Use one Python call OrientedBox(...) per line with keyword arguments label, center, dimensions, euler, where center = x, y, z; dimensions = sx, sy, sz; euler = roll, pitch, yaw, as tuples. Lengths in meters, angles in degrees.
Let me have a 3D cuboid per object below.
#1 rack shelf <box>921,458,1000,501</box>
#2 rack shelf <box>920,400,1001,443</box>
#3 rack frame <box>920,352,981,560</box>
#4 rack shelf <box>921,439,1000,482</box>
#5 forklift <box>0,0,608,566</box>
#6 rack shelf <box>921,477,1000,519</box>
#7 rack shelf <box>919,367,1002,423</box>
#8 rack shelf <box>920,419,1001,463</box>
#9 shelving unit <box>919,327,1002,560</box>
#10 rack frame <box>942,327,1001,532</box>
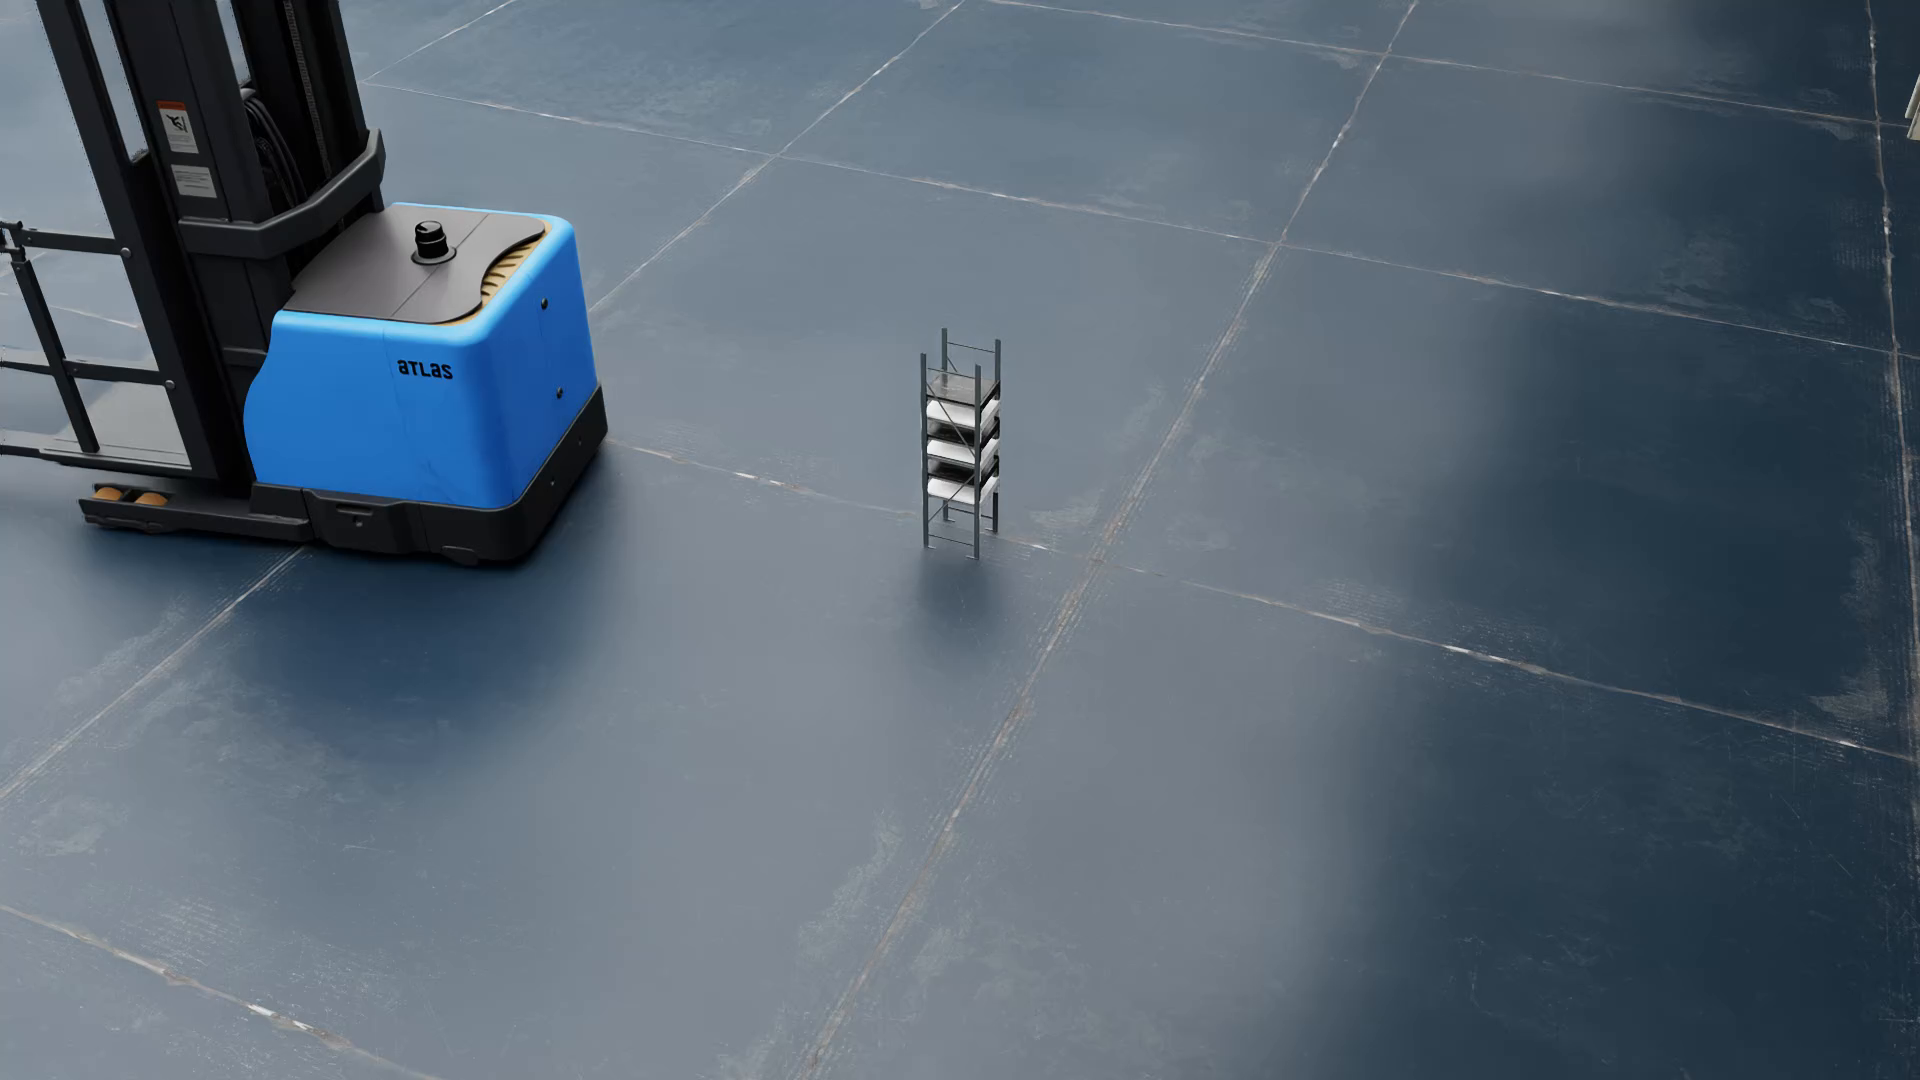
OrientedBox(label="rack shelf", center=(0.003, -0.266, 6.560), dimensions=(0.258, 0.077, 0.200), euler=(14, 39, 18))
OrientedBox(label="rack shelf", center=(0.003, -0.482, 6.399), dimensions=(0.258, 0.077, 0.200), euler=(14, 39, 18))
OrientedBox(label="rack frame", center=(-0.036, -0.309, 6.411), dimensions=(0.240, 0.900, 0.006), euler=(14, 39, 18))
OrientedBox(label="rack shelf", center=(0.003, -0.338, 6.507), dimensions=(0.258, 0.077, 0.200), euler=(14, 39, 18))
OrientedBox(label="forklift", center=(-3.107, -1.502, 6.312), dimensions=(3.031, 2.935, 1.130), euler=(7, 37, 9))
OrientedBox(label="rack shelf", center=(0.003, -0.194, 6.614), dimensions=(0.258, 0.077, 0.200), euler=(14, 39, 18))
OrientedBox(label="rack shelf", center=(0.003, -0.554, 6.345), dimensions=(0.258, 0.077, 0.200), euler=(14, 39, 18))
OrientedBox(label="rack shelf", center=(0.003, -0.410, 6.453), dimensions=(0.258, 0.077, 0.200), euler=(14, 39, 18))
OrientedBox(label="shelving unit", center=(0.003, -0.365, 6.487), dimensions=(0.258, 0.900, 0.210), euler=(14, 39, 18))
OrientedBox(label="rack frame", center=(0.042, -0.421, 6.562), dimensions=(0.240, 0.900, 0.006), euler=(14, 39, 18))
